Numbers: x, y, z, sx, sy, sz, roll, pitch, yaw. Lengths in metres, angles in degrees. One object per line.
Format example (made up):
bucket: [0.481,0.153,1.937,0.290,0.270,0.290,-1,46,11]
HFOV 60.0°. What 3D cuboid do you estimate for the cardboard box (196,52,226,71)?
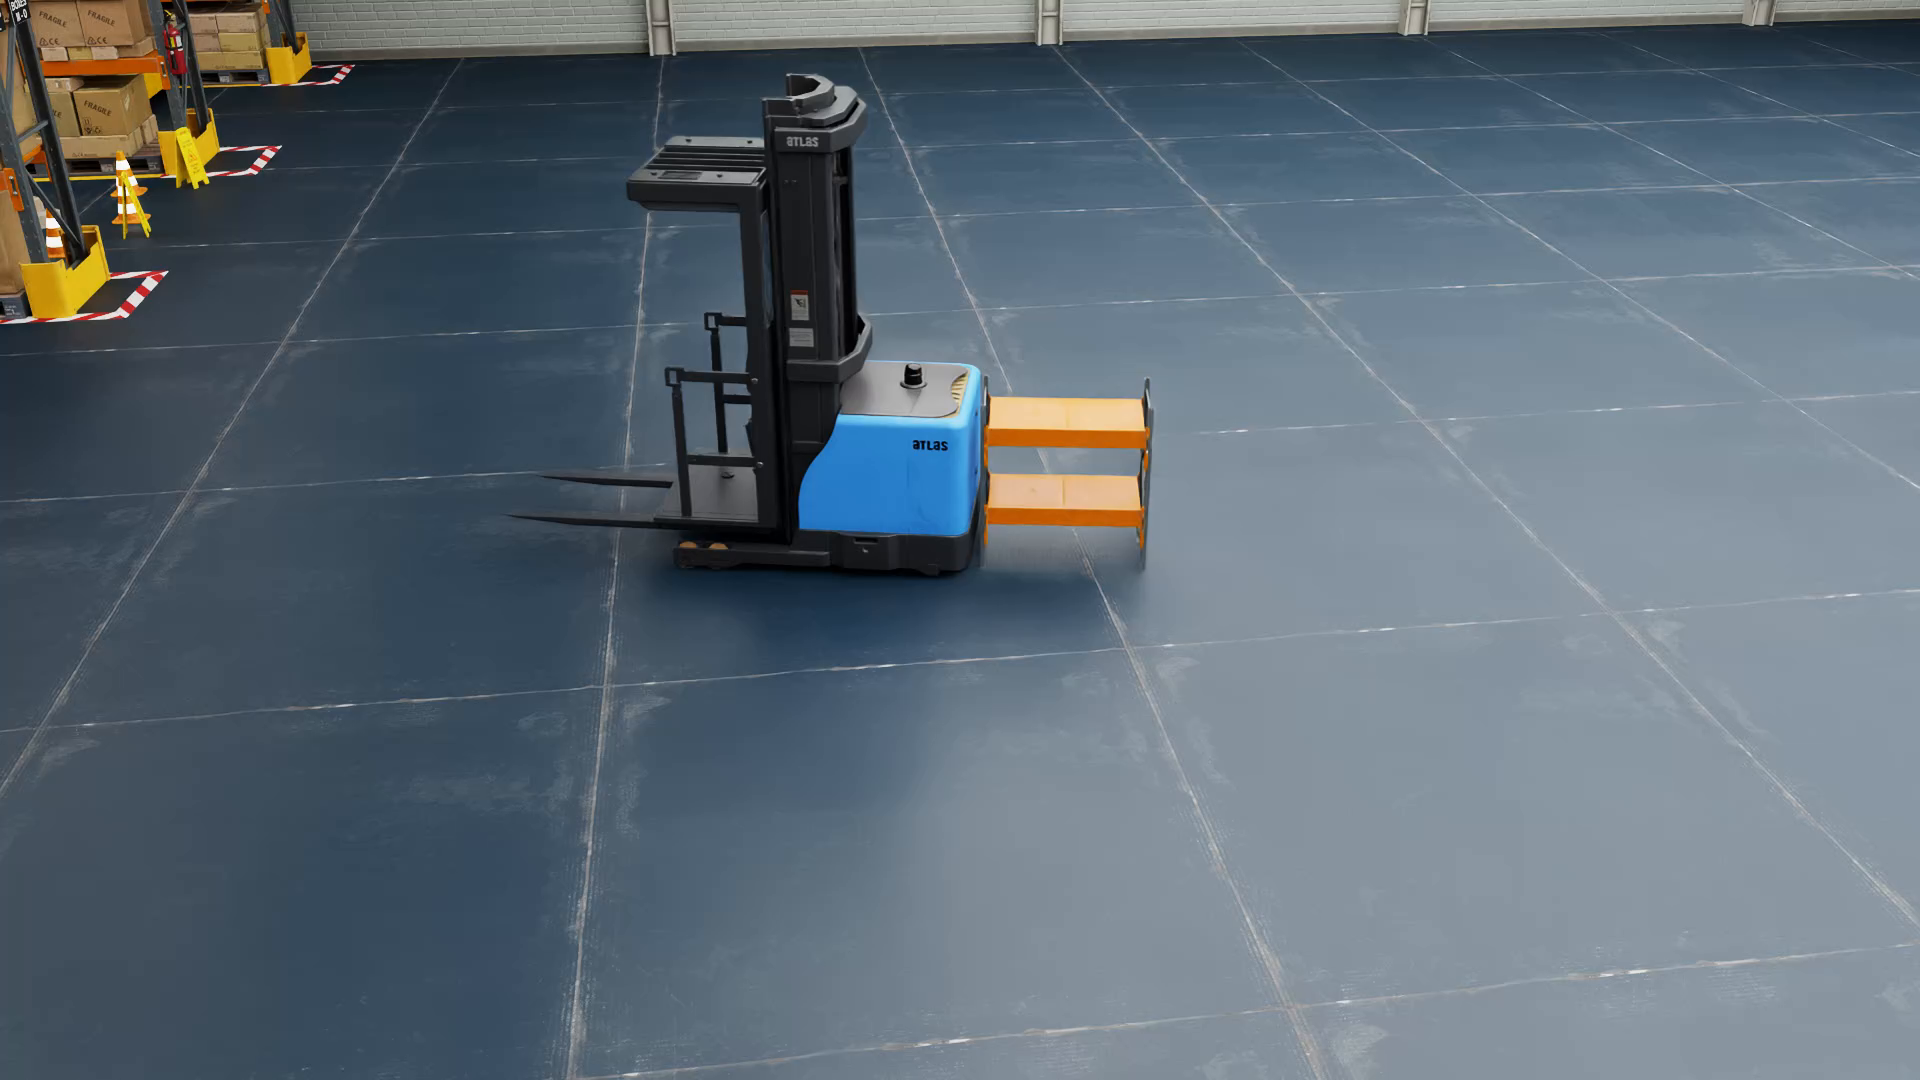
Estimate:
cardboard box: [-10.590,-6.808,23.488,0.500,0.250,0.500,-4,27,-7]

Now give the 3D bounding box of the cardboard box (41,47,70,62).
cardboard box: [-10.063,-5.466,18.595,0.250,0.149,0.380,-3,27,-6]

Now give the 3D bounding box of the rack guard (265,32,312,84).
rack guard: [-9.651,-6.934,23.919,0.348,0.500,1.175,-4,27,-7]

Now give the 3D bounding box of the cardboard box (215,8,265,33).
cardboard box: [-10.088,-7.283,23.318,0.500,0.250,0.500,-3,27,-5]

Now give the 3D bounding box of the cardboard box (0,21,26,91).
cardboard box: [-8.563,-4.111,14.332,0.550,0.550,0.875,-4,27,-7]

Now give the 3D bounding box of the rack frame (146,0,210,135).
rack frame: [-8.980,-5.801,18.973,0.127,3.000,1.000,-4,27,-7]

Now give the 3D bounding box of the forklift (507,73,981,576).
forklift: [-1.402,-1.351,10.374,3.031,2.935,1.130,3,27,5]

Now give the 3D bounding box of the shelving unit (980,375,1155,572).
shelving unit: [0.663,-0.420,10.539,1.048,1.125,0.538,1,27,2]

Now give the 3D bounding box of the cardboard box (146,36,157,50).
cardboard box: [-9.345,-5.762,19.171,0.250,0.149,0.380,-4,27,-7]

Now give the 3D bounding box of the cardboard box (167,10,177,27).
cardboard box: [-11.091,-7.211,23.178,0.500,0.250,0.500,-3,27,-6]

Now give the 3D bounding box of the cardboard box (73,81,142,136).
cardboard box: [-9.737,-4.930,19.005,0.500,0.500,0.500,-4,27,-7]

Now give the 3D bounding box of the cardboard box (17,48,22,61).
cardboard box: [-10.577,-5.456,18.575,0.250,0.149,0.380,-4,27,-8]

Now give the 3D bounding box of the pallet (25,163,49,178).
pallet: [-11.070,-4.444,19.382,1.213,0.211,1.003,-4,27,-7]

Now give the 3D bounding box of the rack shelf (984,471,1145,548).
rack shelf: [0.663,-0.203,10.651,1.000,0.278,0.538,1,27,2]

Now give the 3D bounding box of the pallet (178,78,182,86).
pallet: [-11.632,-6.661,23.702,1.213,0.211,1.003,-4,27,-7]

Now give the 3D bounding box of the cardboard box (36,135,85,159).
cardboard box: [-10.257,-4.562,19.110,0.500,0.250,0.500,-4,27,-7]

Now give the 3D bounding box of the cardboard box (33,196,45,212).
cardboard box: [-9.996,-3.536,17.682,0.250,0.149,0.380,10,29,19]

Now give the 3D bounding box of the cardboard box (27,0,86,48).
cardboard box: [-9.975,-5.789,18.514,0.500,0.500,0.500,-4,27,-7]

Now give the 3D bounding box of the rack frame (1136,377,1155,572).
rack frame: [1.171,-0.410,10.520,0.032,1.125,0.500,1,27,2]

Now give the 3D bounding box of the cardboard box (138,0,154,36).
cardboard box: [-9.488,-6.073,19.068,0.500,0.500,0.500,-4,27,-8]

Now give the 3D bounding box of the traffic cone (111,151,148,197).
traffic cone: [-9.226,-4.062,18.362,0.334,0.463,0.336,-4,27,-7]

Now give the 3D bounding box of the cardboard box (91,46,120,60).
cardboard box: [-9.556,-5.503,18.666,0.250,0.149,0.380,-4,27,-8]

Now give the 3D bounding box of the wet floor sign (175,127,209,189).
wet floor sign: [-8.643,-4.282,18.591,0.232,0.644,0.267,6,28,11]

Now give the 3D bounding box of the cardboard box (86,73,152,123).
cardboard box: [-9.841,-5.170,19.474,0.500,0.500,0.500,-5,28,-9]

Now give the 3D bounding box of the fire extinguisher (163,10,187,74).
fire extinguisher: [-8.802,-5.566,18.599,0.183,0.674,0.296,-4,27,-7]

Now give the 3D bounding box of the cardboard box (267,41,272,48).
cardboard box: [-10.189,-7.066,23.989,0.500,0.250,0.500,-4,27,-7]

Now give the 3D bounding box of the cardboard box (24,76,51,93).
cardboard box: [-10.340,-5.150,18.724,0.250,0.149,0.380,-3,27,-6]

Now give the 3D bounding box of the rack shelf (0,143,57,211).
rack shelf: [-10.171,-3.123,14.541,4.000,0.370,1.077,-4,27,-7]

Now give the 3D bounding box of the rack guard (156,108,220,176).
rack guard: [-9.055,-4.684,19.534,0.348,0.500,1.175,-4,27,-7]

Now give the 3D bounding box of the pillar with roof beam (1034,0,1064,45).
pillar with roof beam: [1.993,-9.894,20.379,0.400,9.000,9.100,-4,27,-7]

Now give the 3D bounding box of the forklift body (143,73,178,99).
forklift body: [-11.299,-6.722,21.697,1.214,2.155,2.313,-4,27,-7]

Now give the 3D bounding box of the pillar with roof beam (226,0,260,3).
pillar with roof beam: [-9.890,-9.131,18.891,0.400,9.000,9.100,-4,27,-7]

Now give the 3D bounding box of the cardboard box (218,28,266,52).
cardboard box: [-10.114,-7.059,23.428,0.500,0.250,0.500,-4,27,-8]

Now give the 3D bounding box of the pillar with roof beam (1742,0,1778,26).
pillar with roof beam: [13.876,-10.658,21.866,0.400,9.000,9.100,-4,27,-7]

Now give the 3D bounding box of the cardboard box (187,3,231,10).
cardboard box: [-10.672,-7.475,23.691,0.500,0.250,0.500,-4,27,-7]

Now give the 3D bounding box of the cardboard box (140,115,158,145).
cardboard box: [-9.817,-4.839,19.649,0.500,0.250,0.500,-4,27,-8]

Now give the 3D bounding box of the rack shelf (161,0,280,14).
rack shelf: [-11.656,-7.598,23.262,4.000,0.370,1.077,-4,27,-7]

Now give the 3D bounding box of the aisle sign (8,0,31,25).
aisle sign: [-8.162,-4.867,14.304,0.004,0.787,0.394,-4,27,-7]
